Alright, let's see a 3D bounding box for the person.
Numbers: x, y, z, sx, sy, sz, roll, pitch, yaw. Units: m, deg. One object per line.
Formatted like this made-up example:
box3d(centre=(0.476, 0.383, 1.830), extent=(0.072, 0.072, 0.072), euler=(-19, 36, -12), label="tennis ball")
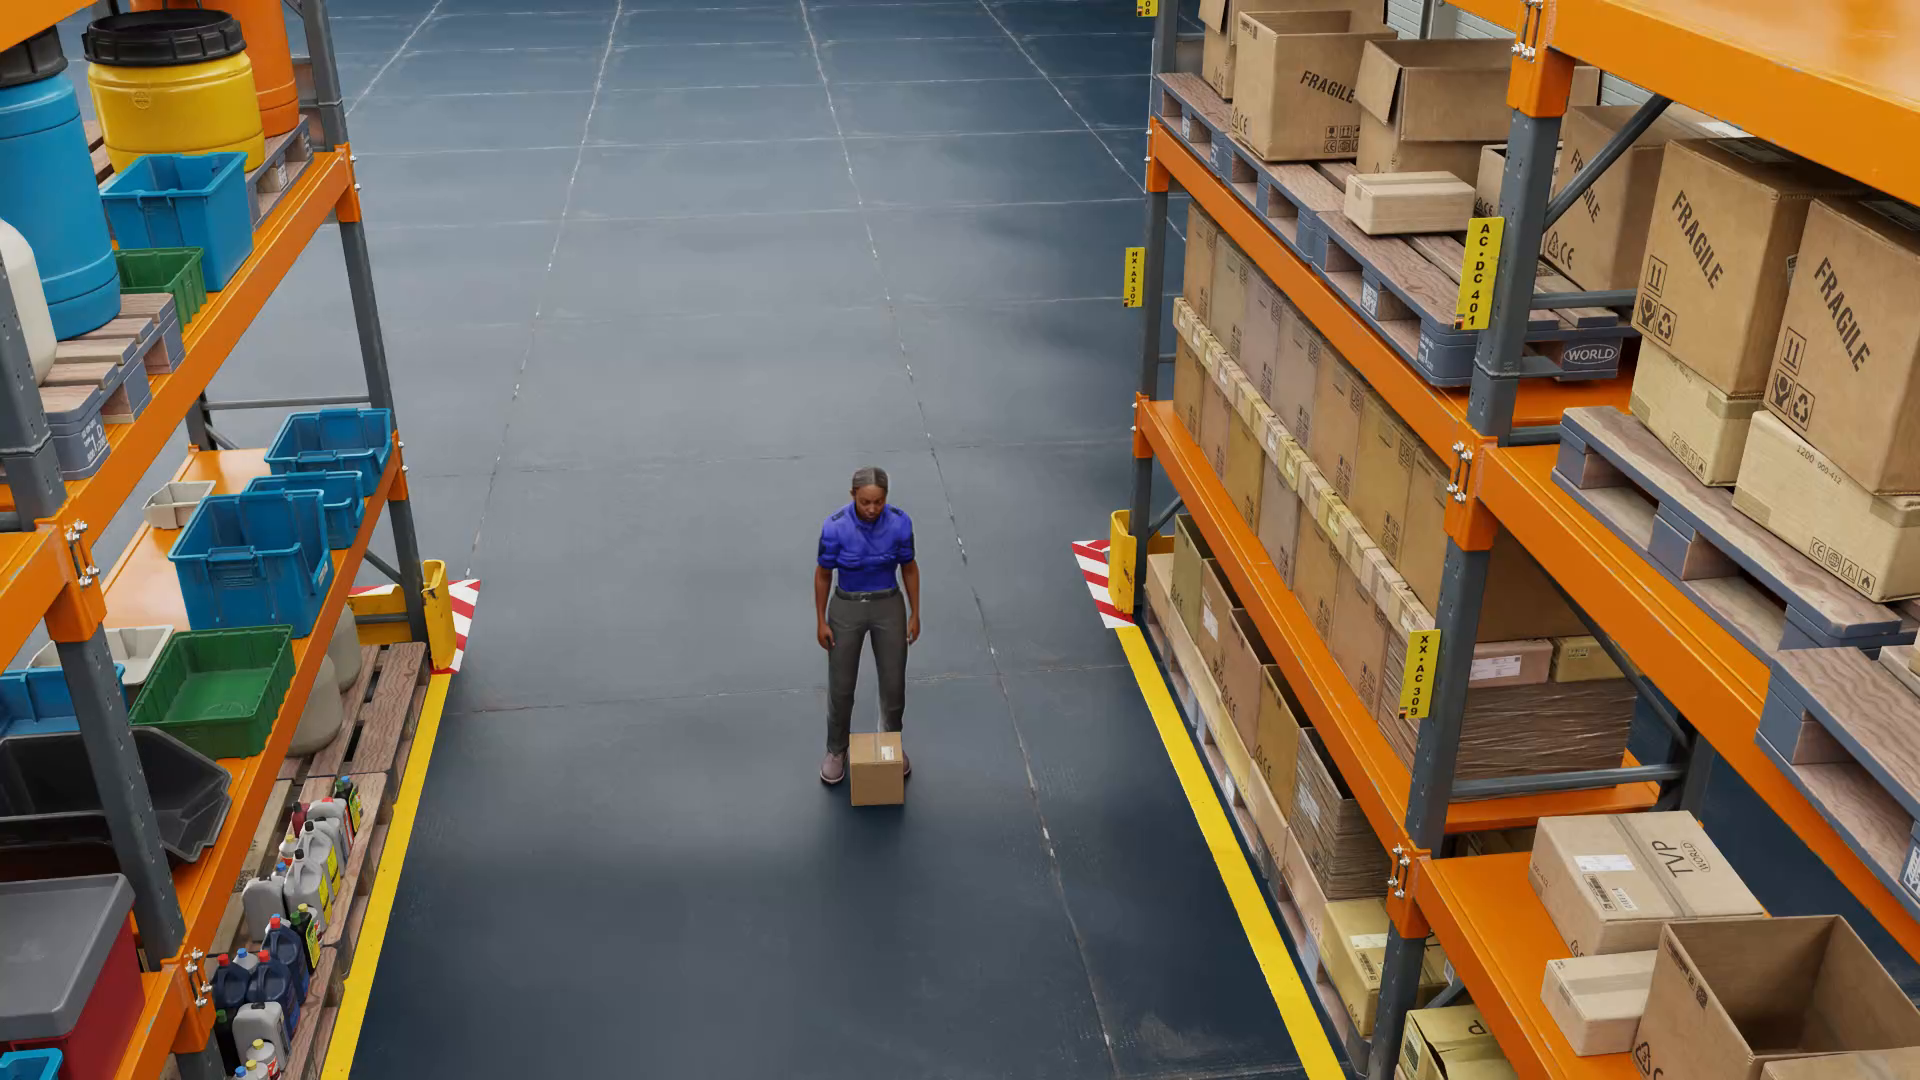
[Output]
box3d(centre=(-0.443, 0.375, 7.898), extent=(0.517, 1.654, 0.353), euler=(-4, 28, -8), label="person")
